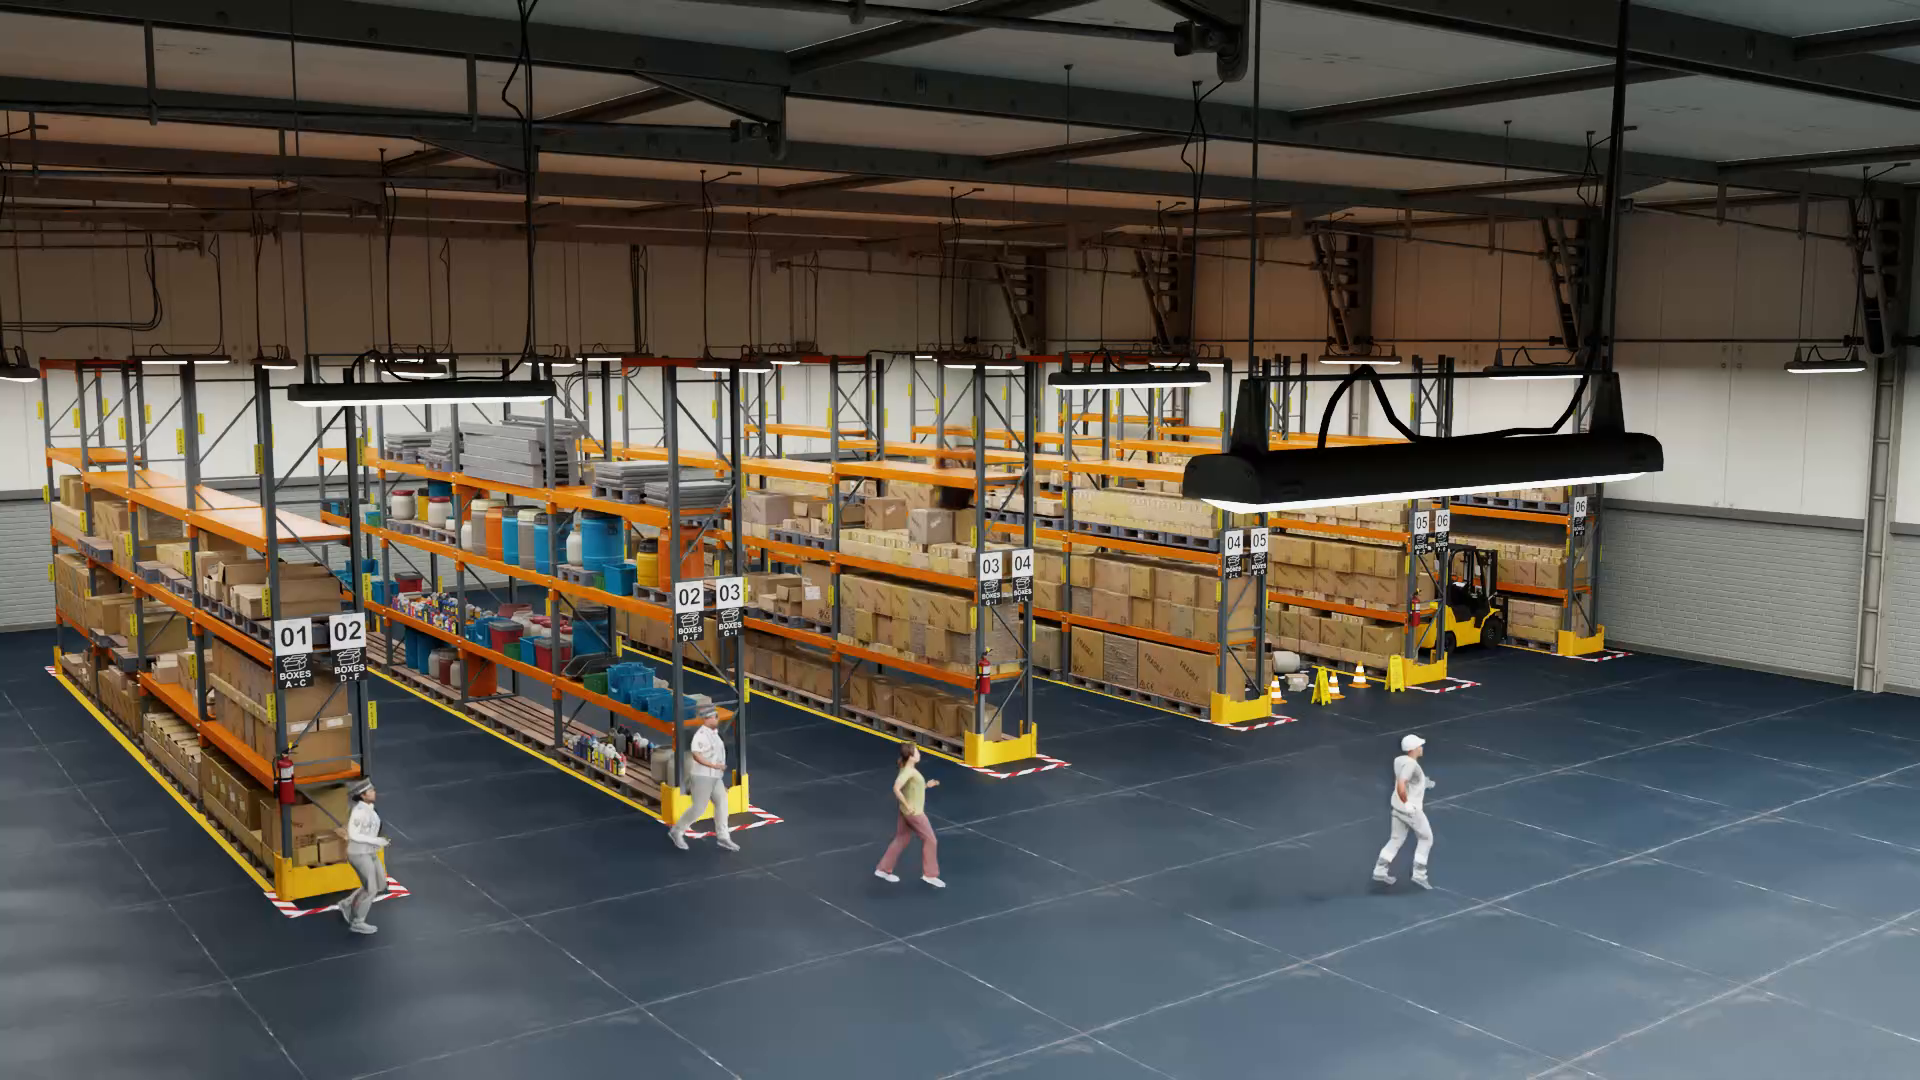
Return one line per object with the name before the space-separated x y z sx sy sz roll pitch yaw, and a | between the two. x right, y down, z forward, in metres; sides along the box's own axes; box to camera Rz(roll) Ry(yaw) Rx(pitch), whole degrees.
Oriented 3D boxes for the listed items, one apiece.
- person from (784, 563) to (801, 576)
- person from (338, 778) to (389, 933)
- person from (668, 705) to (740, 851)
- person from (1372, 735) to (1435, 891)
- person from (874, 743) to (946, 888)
person | -4.286 0.494 41.856 0.651 1.690 0.672 3 7 24
person | -6.410 3.385 17.949 0.567 1.636 0.640 -1 7 -5
person | -3.144 2.959 20.815 0.896 1.773 0.733 1 7 12
person | 5.162 3.154 19.218 0.783 1.845 0.639 -2 7 -13
person | -0.582 3.191 19.219 0.830 1.710 0.552 -2 7 -16
